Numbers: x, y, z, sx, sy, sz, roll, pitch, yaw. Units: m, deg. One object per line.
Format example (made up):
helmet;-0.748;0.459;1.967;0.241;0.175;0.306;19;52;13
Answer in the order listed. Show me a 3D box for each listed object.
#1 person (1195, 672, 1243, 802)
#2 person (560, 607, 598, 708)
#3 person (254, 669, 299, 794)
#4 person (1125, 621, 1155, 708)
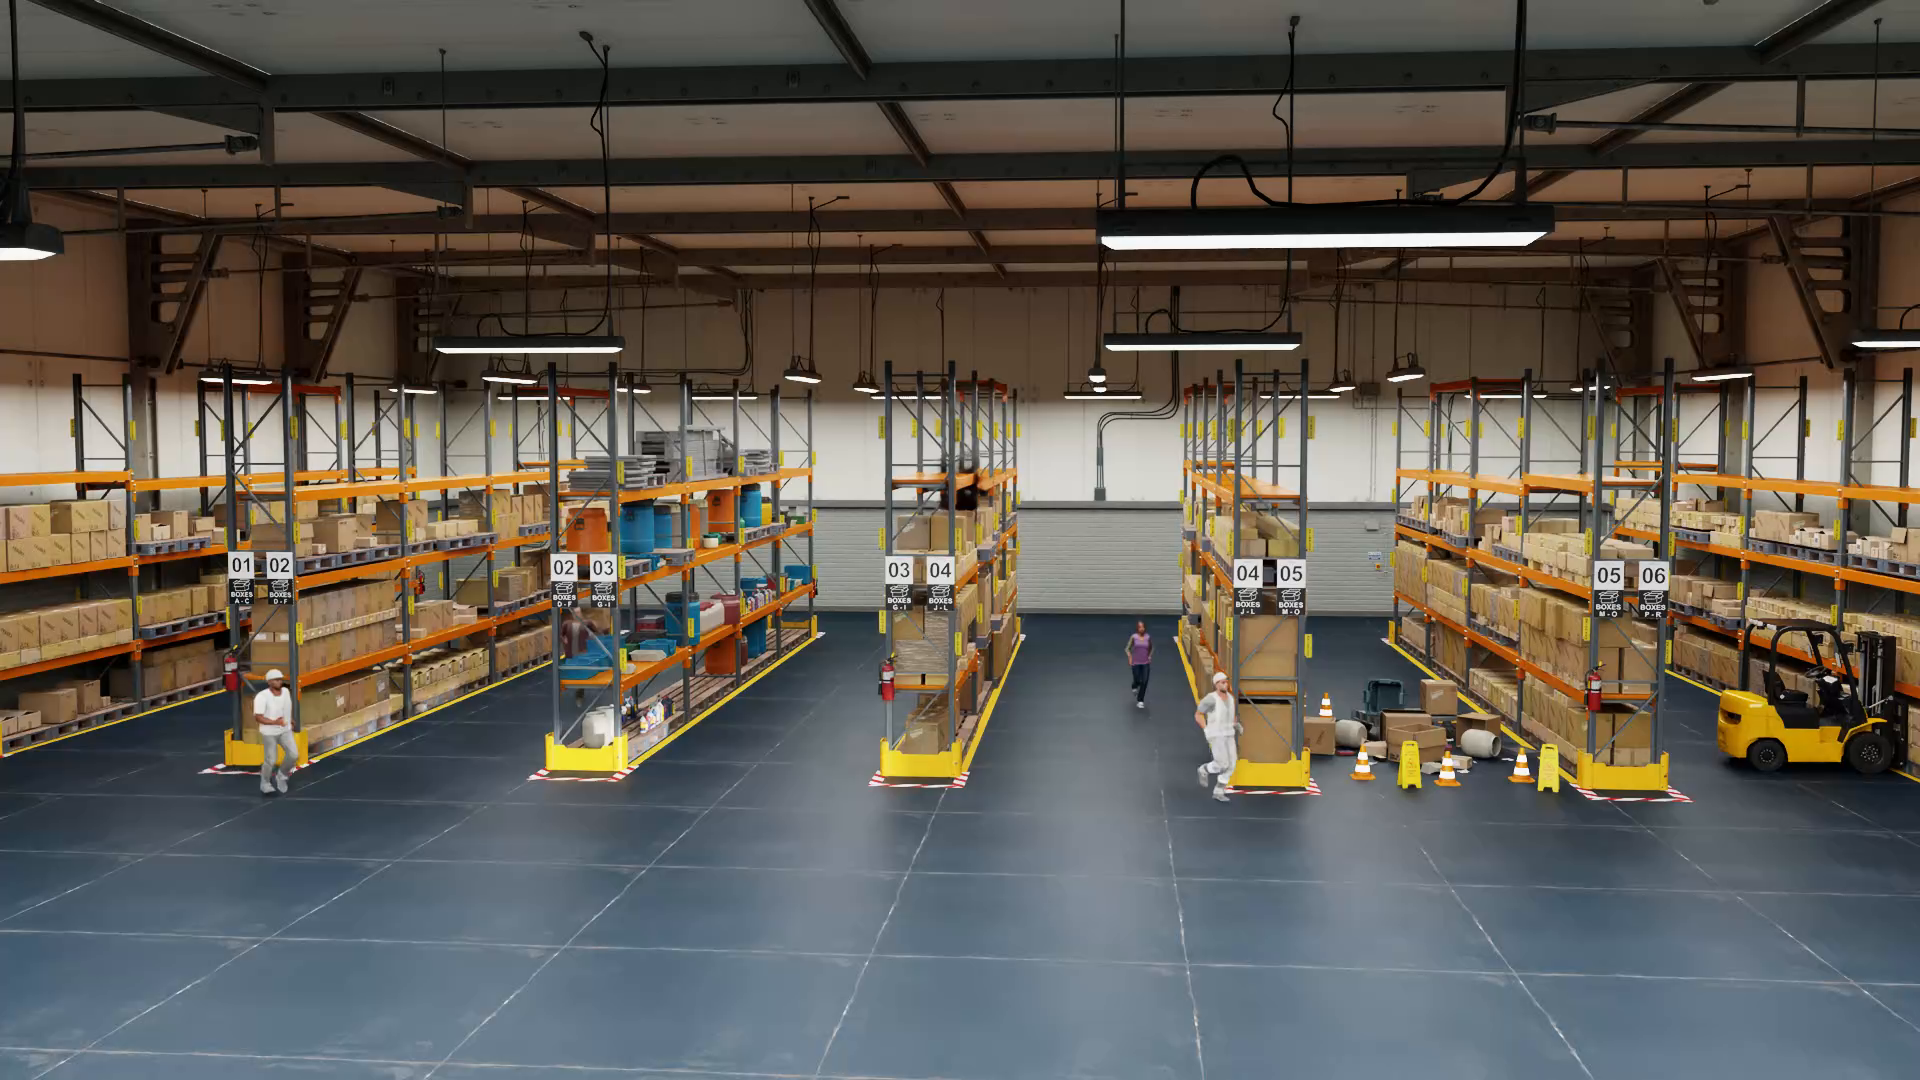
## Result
person;3.520;2.660;22.532;0.658;1.744;0.607;-2;4;-33
person;-6.998;2.127;30.356;0.684;1.843;0.863;0;4;3
person;-9.328;2.612;22.749;0.756;1.706;0.674;3;5;35
person;3.276;2.295;30.154;0.538;1.469;0.505;0;4;-4
